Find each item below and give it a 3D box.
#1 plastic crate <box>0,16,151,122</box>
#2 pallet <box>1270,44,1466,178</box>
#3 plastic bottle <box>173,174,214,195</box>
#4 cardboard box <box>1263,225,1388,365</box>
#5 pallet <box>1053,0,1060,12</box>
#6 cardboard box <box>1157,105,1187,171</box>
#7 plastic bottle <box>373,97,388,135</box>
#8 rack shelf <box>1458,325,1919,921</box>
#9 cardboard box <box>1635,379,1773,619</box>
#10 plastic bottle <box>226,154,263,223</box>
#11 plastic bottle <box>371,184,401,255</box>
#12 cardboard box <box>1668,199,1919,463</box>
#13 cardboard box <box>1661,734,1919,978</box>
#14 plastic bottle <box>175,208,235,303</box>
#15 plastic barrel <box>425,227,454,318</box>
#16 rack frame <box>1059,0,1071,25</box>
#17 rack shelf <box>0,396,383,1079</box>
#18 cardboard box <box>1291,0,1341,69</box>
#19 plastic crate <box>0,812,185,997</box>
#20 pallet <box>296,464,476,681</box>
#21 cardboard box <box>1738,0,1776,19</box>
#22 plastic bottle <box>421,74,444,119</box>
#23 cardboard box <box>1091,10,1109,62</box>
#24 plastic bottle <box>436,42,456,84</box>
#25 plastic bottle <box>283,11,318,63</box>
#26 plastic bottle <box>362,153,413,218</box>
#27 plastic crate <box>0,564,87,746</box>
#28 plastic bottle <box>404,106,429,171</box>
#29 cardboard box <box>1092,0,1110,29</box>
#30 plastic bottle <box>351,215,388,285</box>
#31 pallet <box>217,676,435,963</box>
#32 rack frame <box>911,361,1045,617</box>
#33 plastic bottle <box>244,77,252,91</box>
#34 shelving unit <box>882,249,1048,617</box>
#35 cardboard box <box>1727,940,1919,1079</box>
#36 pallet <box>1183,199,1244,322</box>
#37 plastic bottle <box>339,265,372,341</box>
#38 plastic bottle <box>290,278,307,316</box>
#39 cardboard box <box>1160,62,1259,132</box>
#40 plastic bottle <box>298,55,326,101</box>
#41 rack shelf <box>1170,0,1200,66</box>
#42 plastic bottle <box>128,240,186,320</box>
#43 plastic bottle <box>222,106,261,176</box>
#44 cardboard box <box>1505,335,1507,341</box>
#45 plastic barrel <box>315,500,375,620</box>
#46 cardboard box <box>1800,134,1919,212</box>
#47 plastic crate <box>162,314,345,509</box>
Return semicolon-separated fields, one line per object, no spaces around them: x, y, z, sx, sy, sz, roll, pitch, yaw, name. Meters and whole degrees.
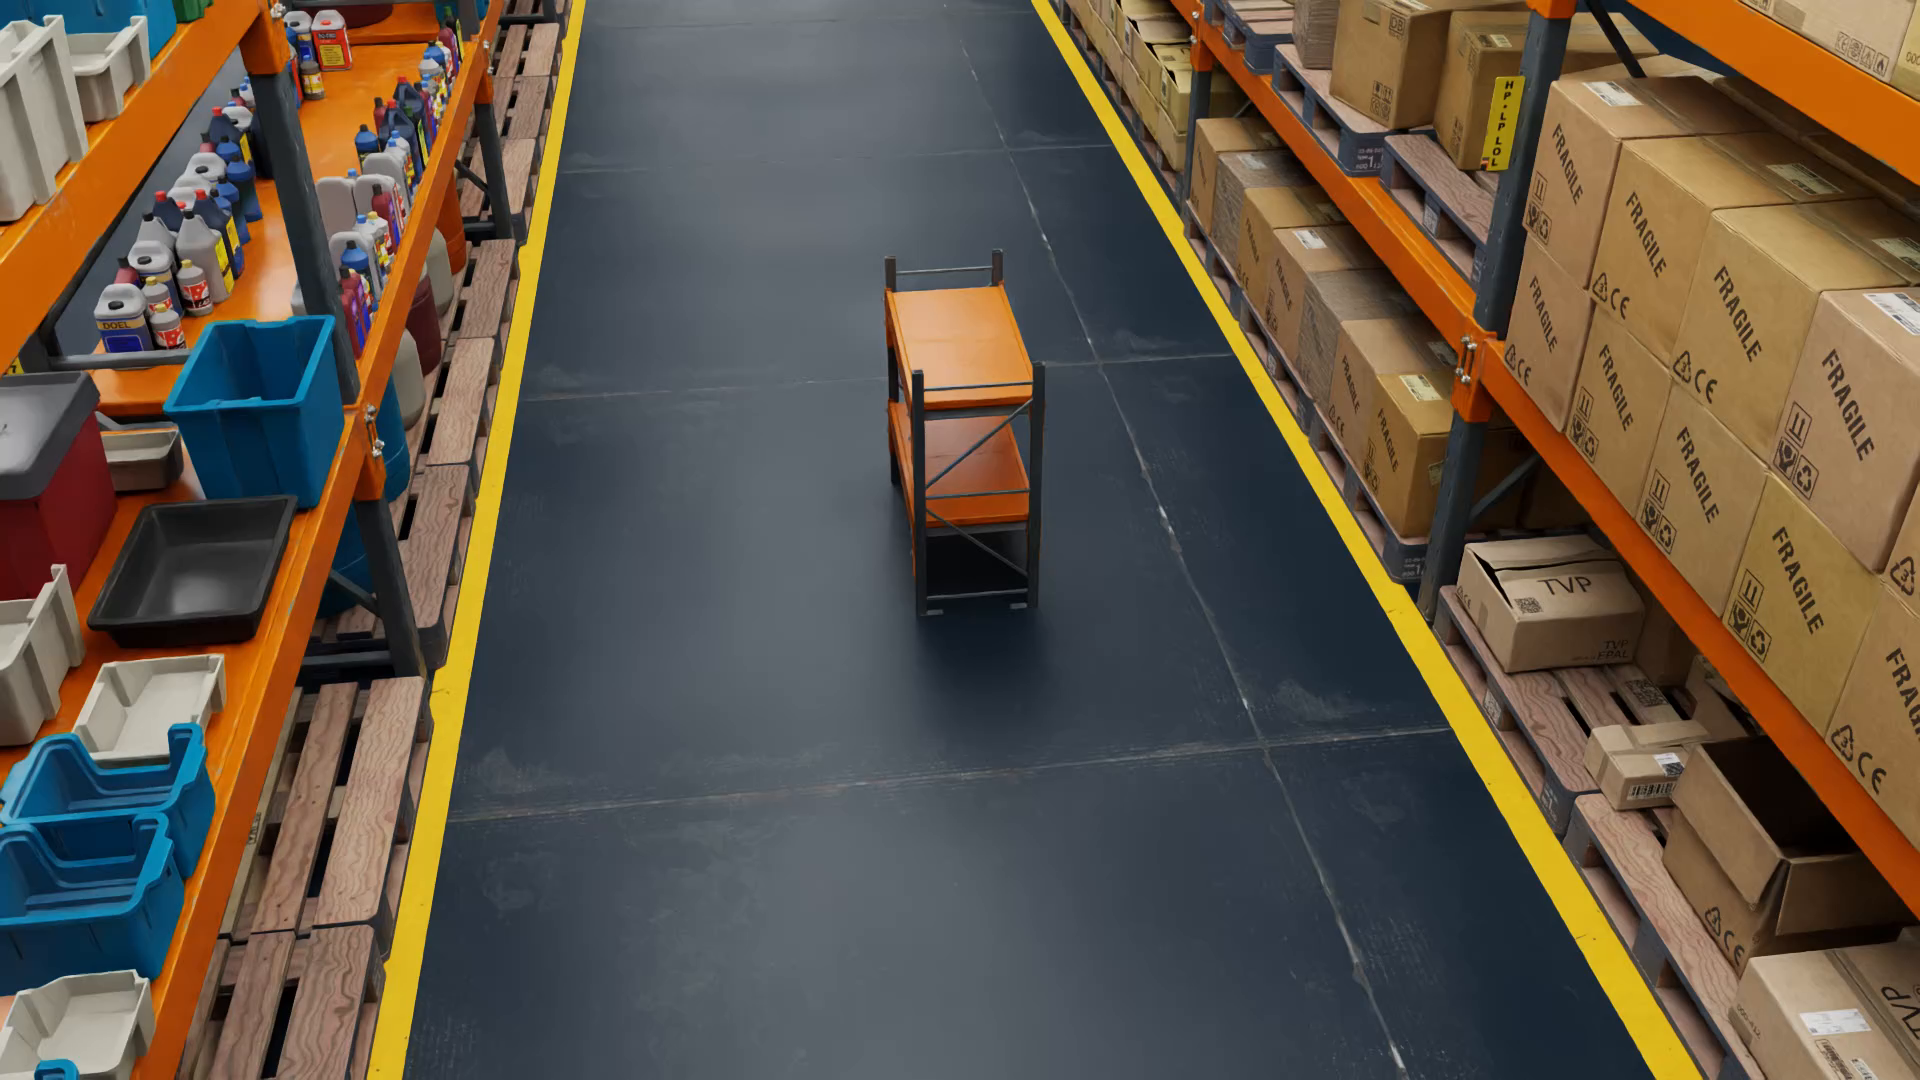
-1.979;-1.047;3.694;0.293;0.136;0.466;-4;35;-6;plastic crate
2.110;-2.039;7.748;1.003;0.211;1.213;-4;35;-6;pallet
-3.035;-1.302;6.607;0.152;0.276;0.135;-4;35;-6;plastic bottle
1.836;-1.213;8.196;0.500;0.500;0.500;-5;35;-8;cardboard box
1.240;-4.730;14.003;1.003;0.211;1.213;-4;35;-6;pallet
1.531;-2.515;10.346;0.500;0.250;0.500;-4;34;-5;cardboard box
-2.552;-1.836;7.385;0.061;0.283;0.133;-4;35;-6;plastic bottle
2.651;0.443;4.576;1.077;0.370;4.000;-4;35;-6;rack shelf
2.317;-0.142;4.706;0.500;0.500;0.500;-5;35;-7;cardboard box
-2.946;-1.450;6.828;0.097;0.271;0.097;0;34;0;plastic bottle
-2.273;-1.282;6.571;0.061;0.283;0.133;-4;35;-6;plastic bottle
2.305;-0.566;4.441;0.500;0.500;0.500;-5;35;-8;cardboard box
2.640;0.927;5.052;0.797;0.503;0.637;-4;35;-6;cardboard box
-2.832;-1.076;6.210;0.144;0.351;0.185;-4;35;-6;plastic bottle
-2.818;-1.395;8.470;0.421;0.512;0.421;0;34;0;plastic barrel
1.306;-5.435;12.562;1.000;3.000;0.127;-4;35;-6;rack frame
-2.258;0.816;4.028;1.077;0.370;4.000;-4;35;-6;rack shelf
1.974;-2.550;7.867;0.700;0.500;0.500;2;34;3;cardboard box
-1.873;0.781;3.535;0.416;0.233;0.300;-4;35;-6;plastic crate
-2.590;0.121;6.885;1.003;0.211;1.213;-4;35;-6;pallet
2.265;-1.579;4.373;0.500;0.250;0.500;-4;35;-6;cardboard box
-2.494;-2.088;7.827;0.097;0.201;0.097;0;34;0;plastic bottle
1.254;-3.654;12.017;0.500;0.250;0.500;-5;35;-8;cardboard box
-2.559;-2.360;8.225;0.097;0.201;0.097;0;34;0;plastic bottle
-3.327;-2.513;8.383;0.152;0.276;0.135;-4;35;-6;plastic bottle
-2.368;-1.480;6.868;0.152;0.276;0.135;-4;35;-6;plastic bottle
-2.504;0.293;4.209;0.437;0.282;0.530;-4;35;-6;plastic crate
-2.391;-1.773;7.291;0.061;0.283;0.133;-4;35;-6;plastic bottle
1.248;-3.886;11.860;0.500;0.311;0.500;-5;35;-8;cardboard box
-2.250;-1.103;6.319;0.097;0.271;0.097;0;34;0;plastic bottle
-2.390;0.962;5.651;1.003;0.211;1.213;-4;35;-6;pallet
0.069;-0.177;6.511;0.500;1.125;0.032;-4;35;-6;rack frame
-3.228;-1.982;7.610;0.097;0.271;0.097;0;34;0;plastic bottle
0.001;-0.461;6.928;0.538;1.125;1.048;-4;35;-6;shelving unit
2.504;1.399;4.585;0.500;0.250;0.500;-4;35;-6;cardboard box
1.907;-1.631;9.456;1.003;0.211;1.213;-4;35;-6;pallet
-2.172;-0.861;5.953;0.061;0.283;0.133;-4;35;-6;plastic bottle
-2.259;-0.821;5.835;0.144;0.351;0.185;-4;35;-6;plastic bottle
1.529;-2.746;10.186;0.500;0.311;0.500;-3;34;-5;cardboard box
-3.144;-2.243;8.055;0.097;0.201;0.097;0;34;0;plastic bottle
1.575;-4.022;11.127;1.077;0.370;4.000;-4;35;-6;rack shelf
-2.950;-0.946;6.084;0.152;0.276;0.135;-4;35;-6;plastic bottle
-3.141;-1.739;7.248;0.152;0.276;0.135;-4;35;-6;plastic bottle
2.475;-0.705;7.450;0.500;0.500;0.500;-4;34;-6;cardboard box
-2.583;-0.209;6.383;0.600;0.901;0.708;-4;35;-6;plastic barrel
2.778;-0.877;4.897;0.500;0.500;0.500;-5;35;-7;cardboard box
-2.126;-0.381;5.107;0.392;0.384;0.575;-4;35;-6;plastic crate
